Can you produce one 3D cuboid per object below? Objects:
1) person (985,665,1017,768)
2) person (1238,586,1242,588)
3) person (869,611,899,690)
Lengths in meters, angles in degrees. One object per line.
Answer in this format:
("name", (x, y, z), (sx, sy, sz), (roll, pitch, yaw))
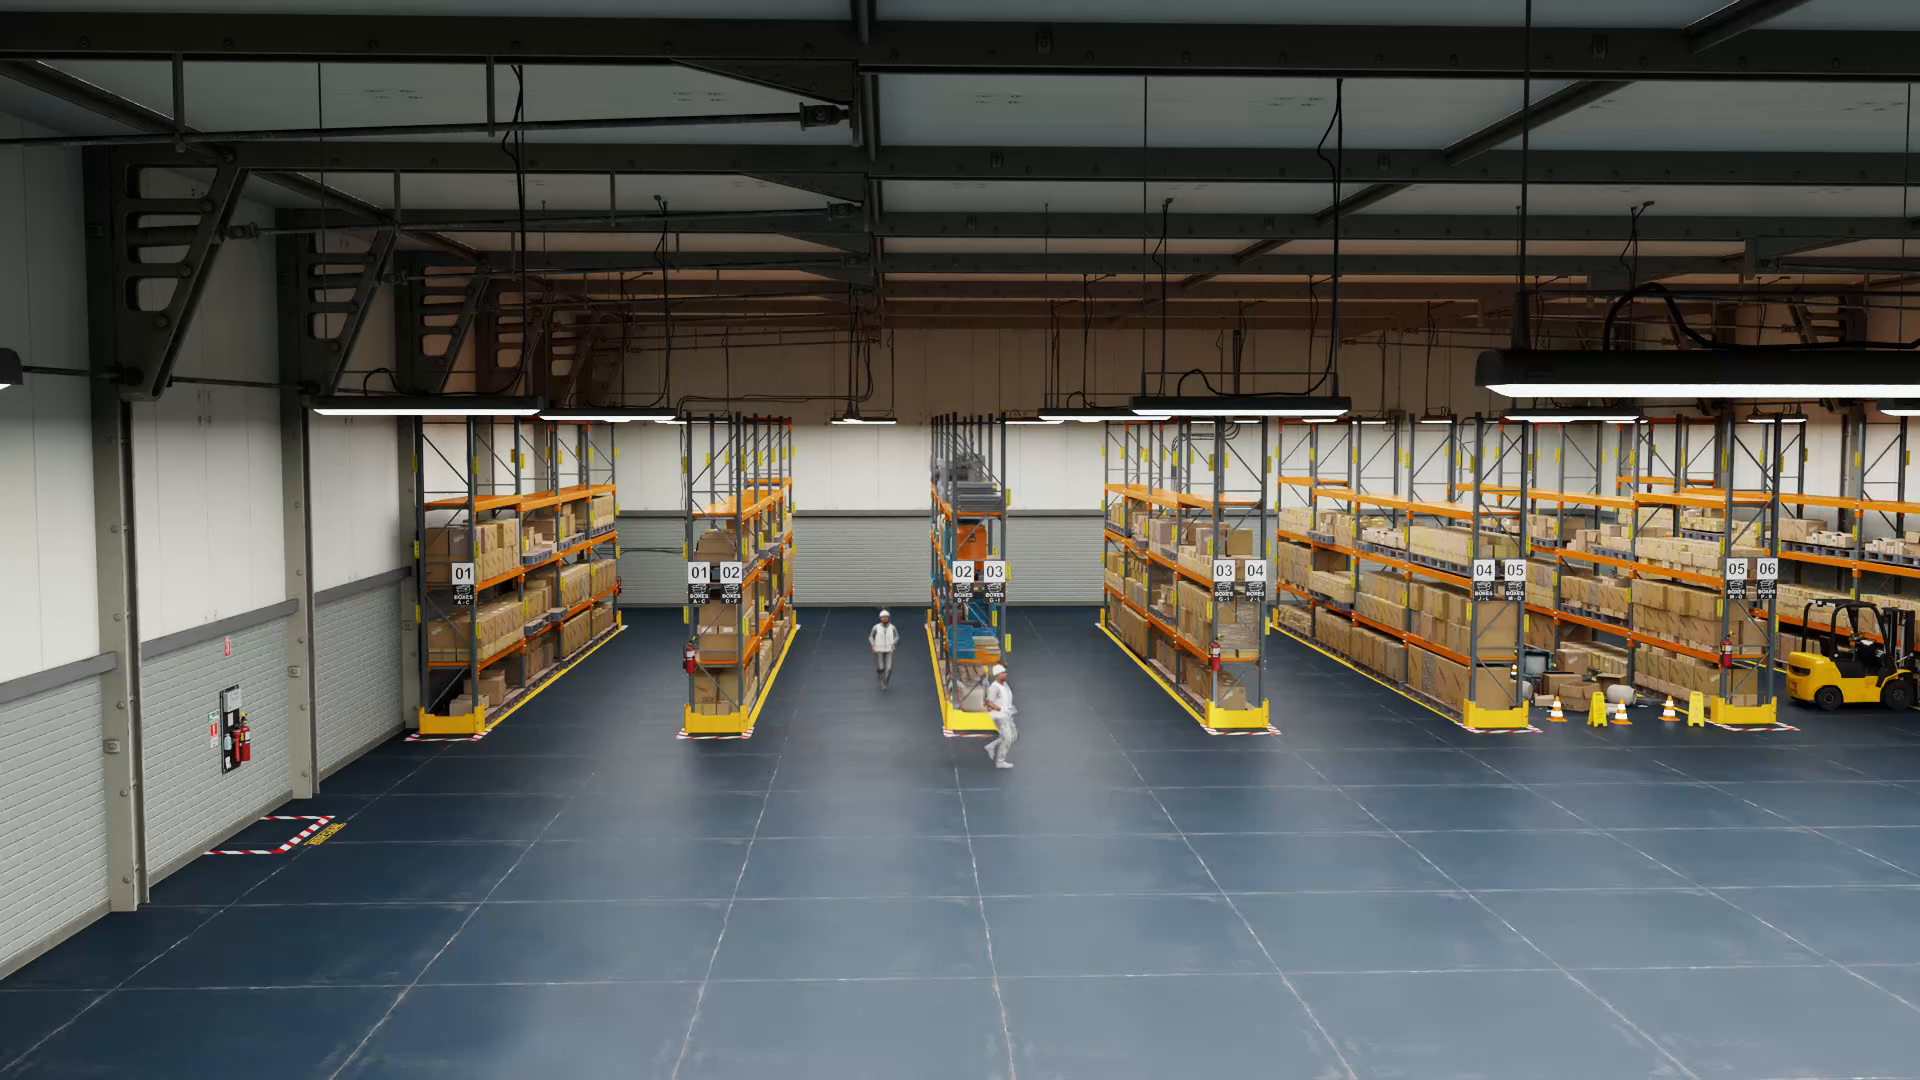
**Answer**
("person", (0.682, 2.957, 27.878), (0.620, 1.733, 0.678), (2, 4, 22))
("person", (7.869, 1.672, 47.860), (0.607, 1.658, 0.659), (2, 4, 30))
("person", (-1.640, 2.401, 36.220), (0.658, 1.726, 0.582), (-1, 4, -9))
